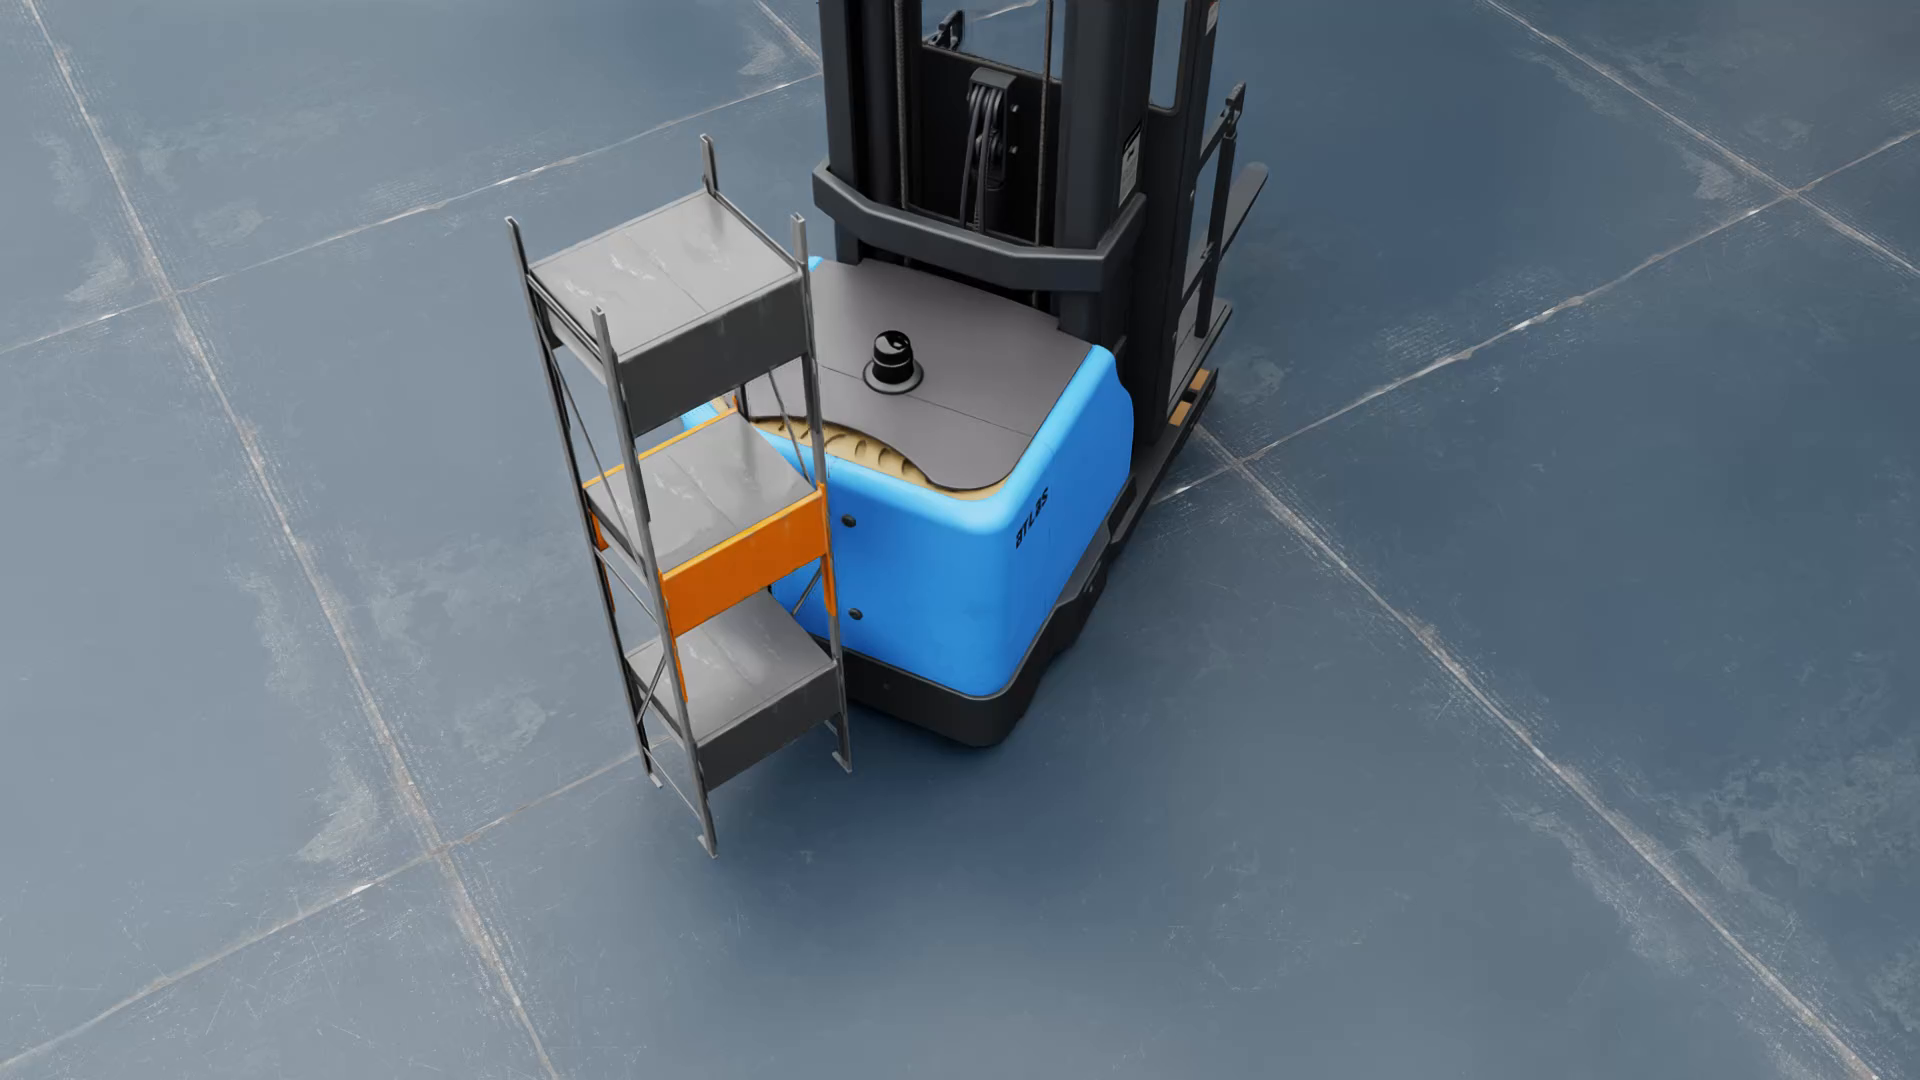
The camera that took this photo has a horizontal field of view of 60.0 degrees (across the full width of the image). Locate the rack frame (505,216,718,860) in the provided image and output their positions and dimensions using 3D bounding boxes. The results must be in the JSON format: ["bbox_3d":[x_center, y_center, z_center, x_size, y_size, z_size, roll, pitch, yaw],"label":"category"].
[{"bbox_3d":[-0.844,0.125,4.232,0.015,2.100,0.400,-30,55,-24],"label":"rack frame"}]

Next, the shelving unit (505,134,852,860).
[{"bbox_3d":[-0.652,0.013,4.332,0.503,2.100,0.431,-30,55,-24],"label":"shelving unit"}]

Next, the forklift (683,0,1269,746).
[{"bbox_3d":[0.301,-1.456,5.084,1.130,2.935,3.031,20,51,17],"label":"forklift"}]

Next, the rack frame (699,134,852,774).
[{"bbox_3d":[-0.460,-0.099,4.432,0.015,2.100,0.400,-30,55,-24],"label":"rack frame"}]

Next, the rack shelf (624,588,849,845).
[{"bbox_3d":[-0.652,0.487,4.865,0.480,0.518,0.431,-30,55,-24],"label":"rack shelf"}]

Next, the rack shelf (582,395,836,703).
[{"bbox_3d":[-0.652,0.022,4.342,0.480,0.518,0.431,-30,55,-24],"label":"rack shelf"}]

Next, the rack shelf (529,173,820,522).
[{"bbox_3d":[-0.652,-0.443,3.819,0.480,0.518,0.431,-30,55,-24],"label":"rack shelf"}]
